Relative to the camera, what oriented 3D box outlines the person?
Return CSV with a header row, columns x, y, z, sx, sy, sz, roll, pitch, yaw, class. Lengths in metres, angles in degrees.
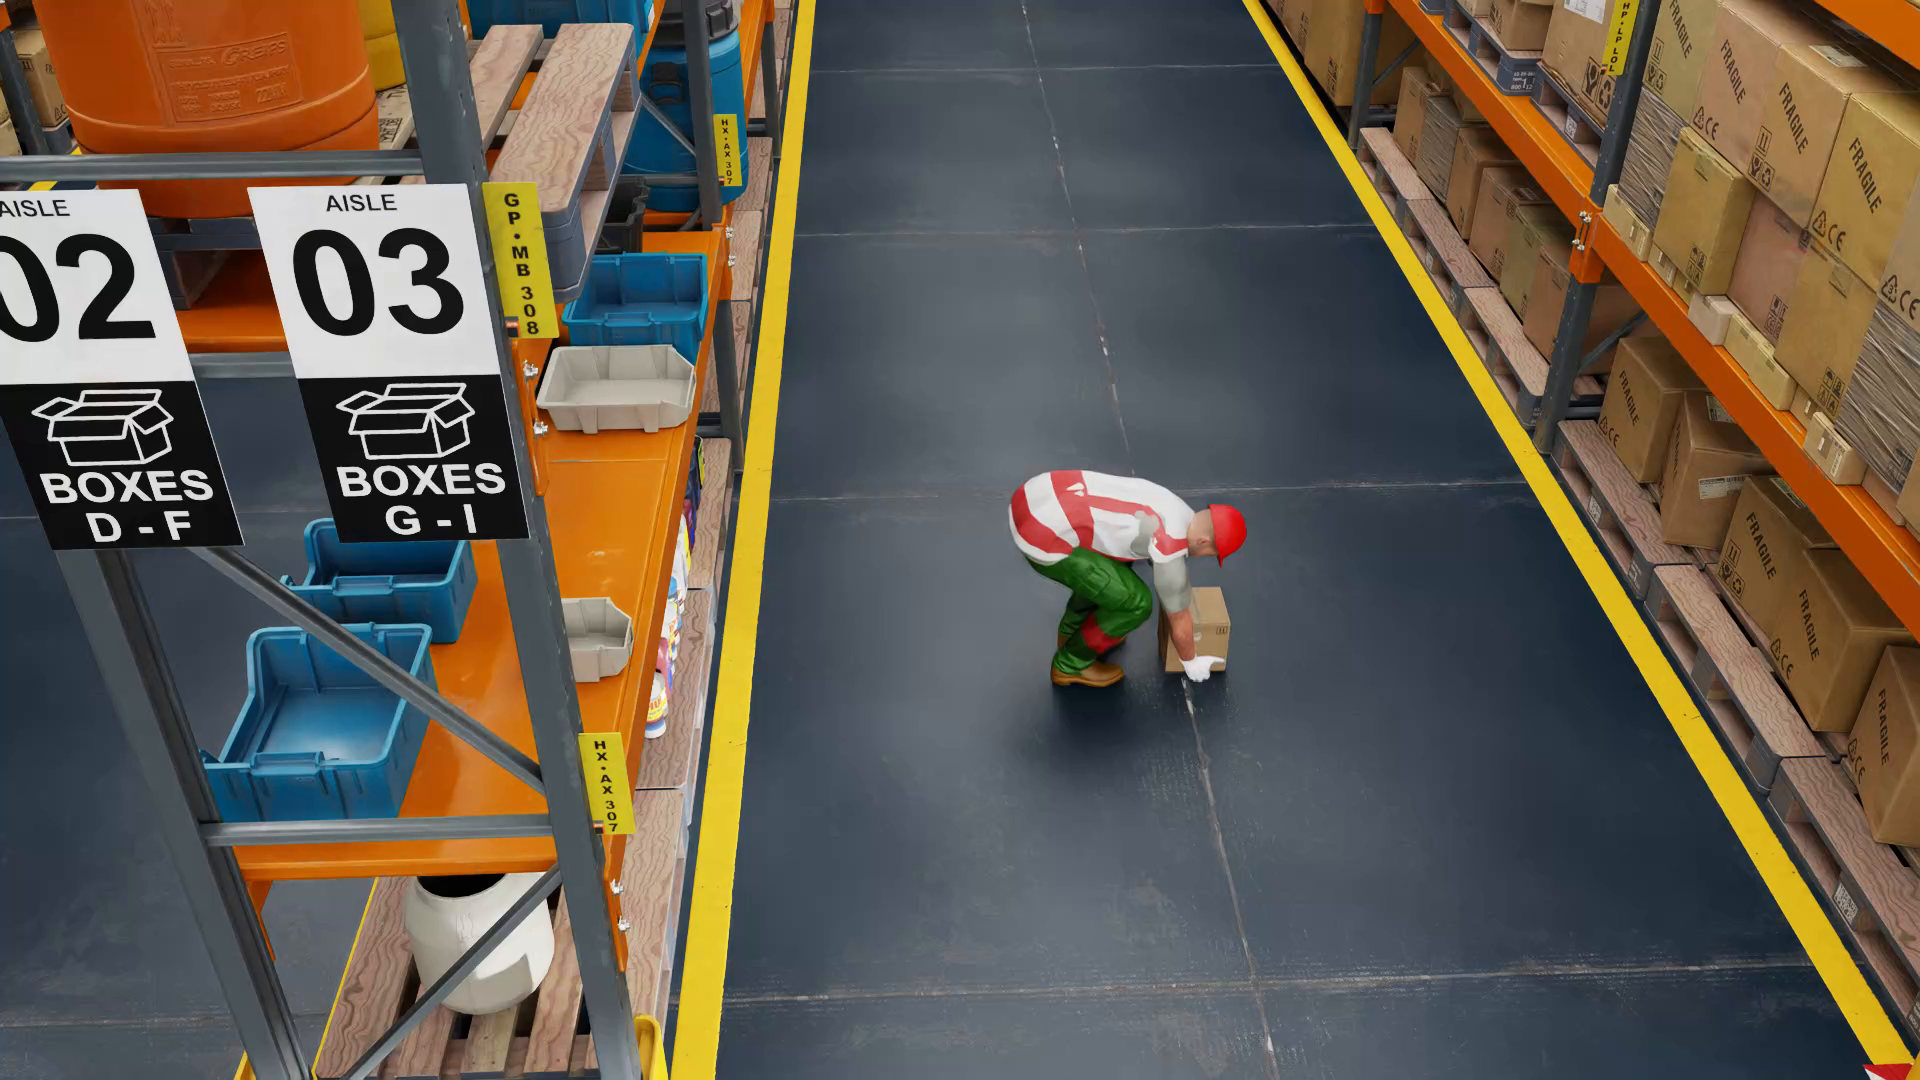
x,y,z,sx,sy,sz,roll,pitch,yaw,class
0.670,0.132,6.723,0.956,0.915,0.526,-3,35,-4,person
